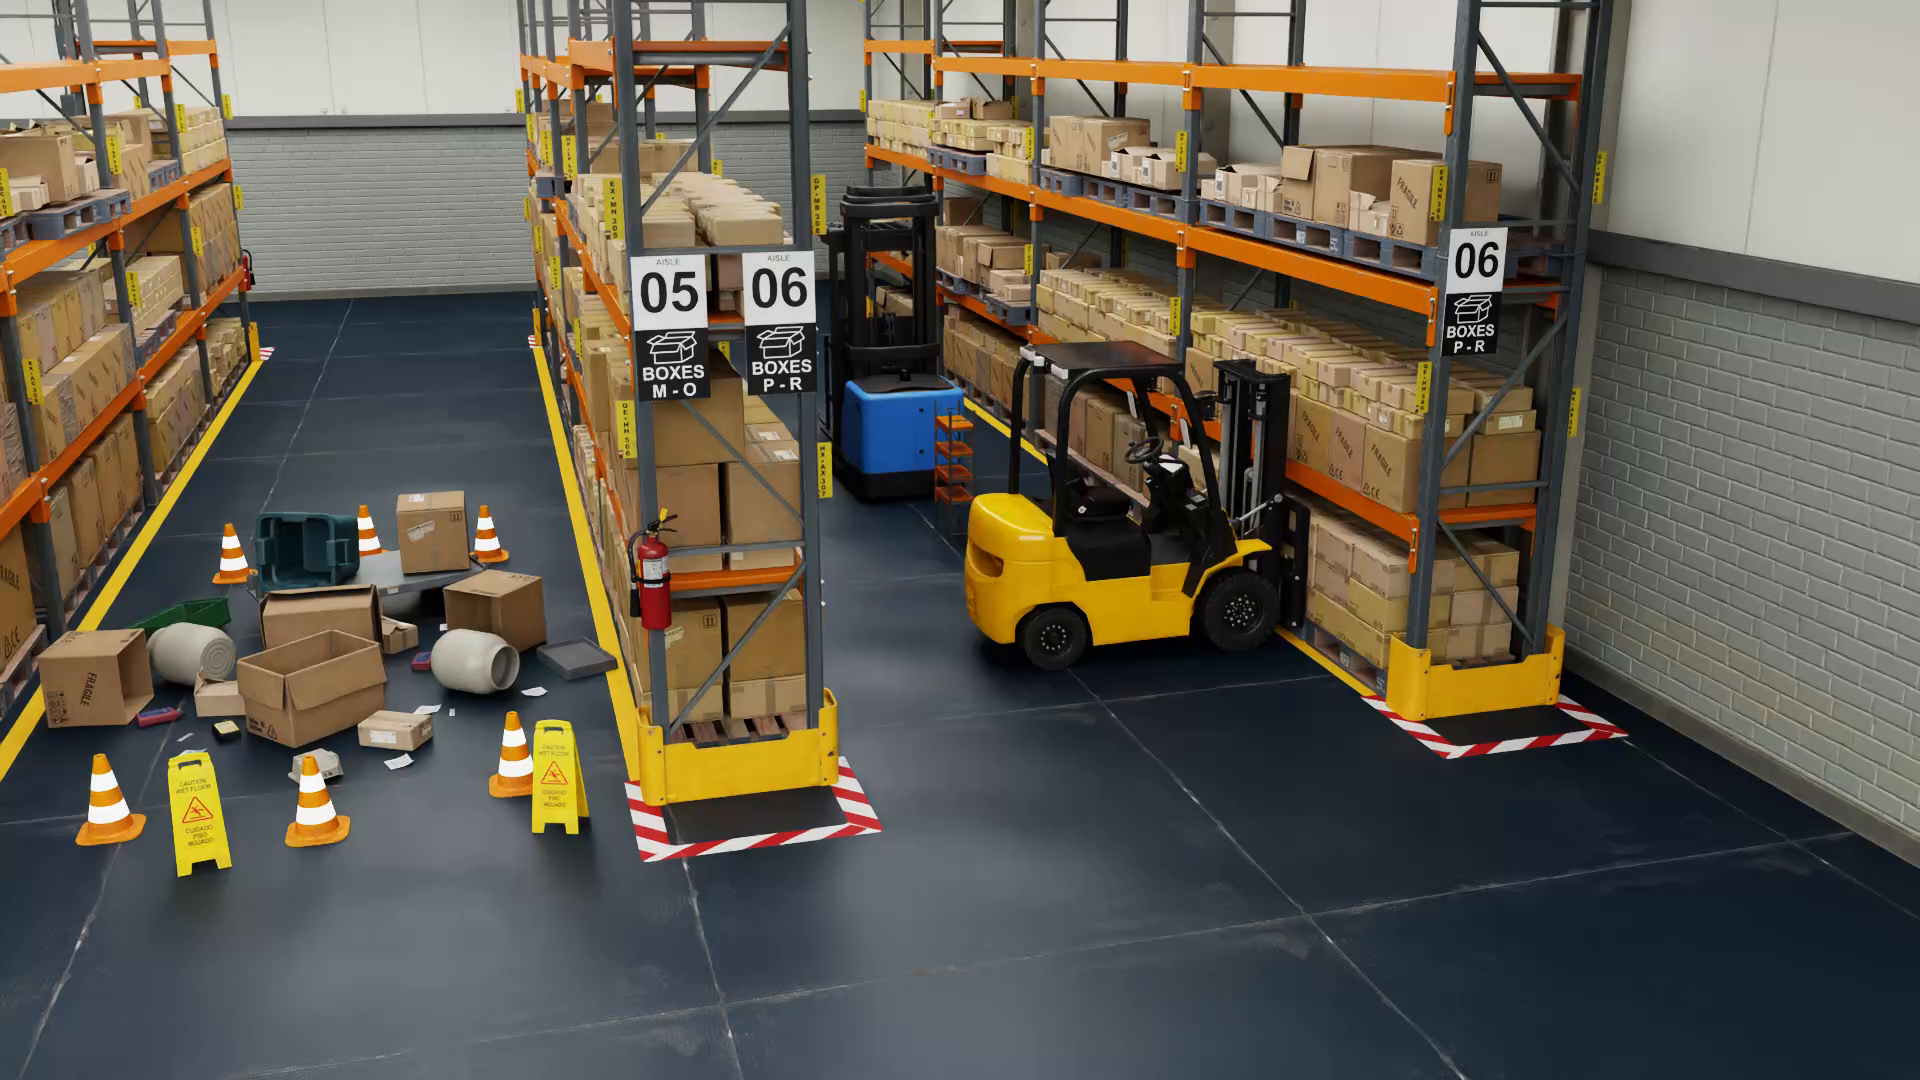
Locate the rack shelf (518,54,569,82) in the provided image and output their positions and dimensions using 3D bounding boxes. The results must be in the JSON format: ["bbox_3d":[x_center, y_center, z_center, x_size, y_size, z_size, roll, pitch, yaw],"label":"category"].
[{"bbox_3d":[-5.156,-6.154,21.742,1.077,0.370,4.000,-5,17,-15],"label":"rack shelf"}]

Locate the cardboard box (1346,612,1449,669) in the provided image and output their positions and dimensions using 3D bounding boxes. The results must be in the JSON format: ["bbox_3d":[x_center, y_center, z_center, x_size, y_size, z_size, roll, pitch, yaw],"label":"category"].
[{"bbox_3d":[3.030,0.673,11.546,0.500,0.250,0.500,-5,17,-15],"label":"cardboard box"}]

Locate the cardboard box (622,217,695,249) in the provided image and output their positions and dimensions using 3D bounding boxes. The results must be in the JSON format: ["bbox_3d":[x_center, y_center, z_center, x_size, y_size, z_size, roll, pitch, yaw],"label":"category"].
[{"bbox_3d":[-1.685,-1.712,9.276,0.380,0.149,0.250,-5,17,-15],"label":"cardboard box"}]

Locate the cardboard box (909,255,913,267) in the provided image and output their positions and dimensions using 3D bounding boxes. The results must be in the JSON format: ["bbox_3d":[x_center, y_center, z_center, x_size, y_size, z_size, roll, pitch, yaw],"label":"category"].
[{"bbox_3d":[-0.495,-3.888,23.119,0.380,0.149,0.250,-5,17,-16],"label":"cardboard box"}]

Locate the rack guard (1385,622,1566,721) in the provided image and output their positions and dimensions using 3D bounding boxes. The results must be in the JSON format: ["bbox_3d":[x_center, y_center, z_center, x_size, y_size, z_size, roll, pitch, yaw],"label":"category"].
[{"bbox_3d":[3.470,0.866,11.199,1.175,0.500,0.348,-5,17,-15],"label":"rack guard"}]

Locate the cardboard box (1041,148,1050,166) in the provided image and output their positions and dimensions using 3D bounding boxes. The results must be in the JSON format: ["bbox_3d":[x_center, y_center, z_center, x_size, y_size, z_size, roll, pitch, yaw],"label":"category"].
[{"bbox_3d":[1.069,-4.004,17.355,0.380,0.166,0.250,-5,17,-15],"label":"cardboard box"}]

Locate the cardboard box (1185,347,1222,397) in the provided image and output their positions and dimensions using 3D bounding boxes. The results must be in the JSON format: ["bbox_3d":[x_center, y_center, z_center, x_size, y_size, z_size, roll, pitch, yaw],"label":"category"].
[{"bbox_3d":[2.235,-1.348,14.053,0.500,0.500,0.500,-5,17,-17],"label":"cardboard box"}]

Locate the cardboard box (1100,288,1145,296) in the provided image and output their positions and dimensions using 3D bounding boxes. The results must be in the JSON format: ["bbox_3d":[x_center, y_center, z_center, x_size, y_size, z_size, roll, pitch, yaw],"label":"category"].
[{"bbox_3d":[1.598,-2.377,16.350,0.380,0.149,0.250,-5,17,-15],"label":"cardboard box"}]

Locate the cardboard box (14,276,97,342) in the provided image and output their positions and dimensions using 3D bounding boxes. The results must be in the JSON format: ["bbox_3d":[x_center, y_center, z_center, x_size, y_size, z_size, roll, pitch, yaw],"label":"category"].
[{"bbox_3d":[-7.984,-2.000,14.483,0.700,0.500,0.500,-5,17,-16],"label":"cardboard box"}]

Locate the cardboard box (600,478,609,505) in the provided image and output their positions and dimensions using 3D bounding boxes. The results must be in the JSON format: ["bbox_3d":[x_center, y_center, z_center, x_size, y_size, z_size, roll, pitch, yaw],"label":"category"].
[{"bbox_3d":[-2.528,-0.381,12.624,0.380,0.149,0.250,-4,17,-14],"label":"cardboard box"}]

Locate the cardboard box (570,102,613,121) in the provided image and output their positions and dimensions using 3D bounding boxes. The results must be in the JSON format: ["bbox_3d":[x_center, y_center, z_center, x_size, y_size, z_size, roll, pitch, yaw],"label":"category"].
[{"bbox_3d":[-4.566,-5.176,20.678,0.500,0.500,0.500,-4,17,-14],"label":"cardboard box"}]

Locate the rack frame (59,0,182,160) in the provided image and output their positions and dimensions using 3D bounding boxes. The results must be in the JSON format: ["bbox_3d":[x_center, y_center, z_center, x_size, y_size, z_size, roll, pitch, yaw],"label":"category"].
[{"bbox_3d":[-9.338,-5.717,18.343,1.000,3.000,0.127,-5,17,-15],"label":"rack frame"}]

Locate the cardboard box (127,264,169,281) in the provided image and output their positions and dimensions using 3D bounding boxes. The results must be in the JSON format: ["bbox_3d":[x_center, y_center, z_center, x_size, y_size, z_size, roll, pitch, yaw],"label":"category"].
[{"bbox_3d":[-8.824,-2.896,18.051,0.380,0.149,0.250,-5,17,-15],"label":"cardboard box"}]

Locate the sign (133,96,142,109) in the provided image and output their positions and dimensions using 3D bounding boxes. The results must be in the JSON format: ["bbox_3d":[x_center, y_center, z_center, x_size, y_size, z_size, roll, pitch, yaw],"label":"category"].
[{"bbox_3d":[-10.959,-5.763,22.189,0.100,0.325,0.005,-5,17,-15],"label":"sign"}]

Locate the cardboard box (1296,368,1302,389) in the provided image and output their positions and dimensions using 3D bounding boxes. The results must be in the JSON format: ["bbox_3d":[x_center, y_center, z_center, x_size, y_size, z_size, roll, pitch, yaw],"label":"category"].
[{"bbox_3d":[2.741,-1.199,12.428,0.380,0.149,0.250,-5,17,-16],"label":"cardboard box"}]

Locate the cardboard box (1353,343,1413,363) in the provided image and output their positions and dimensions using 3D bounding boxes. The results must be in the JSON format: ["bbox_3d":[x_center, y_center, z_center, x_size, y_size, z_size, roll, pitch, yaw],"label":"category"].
[{"bbox_3d":[3.179,-1.378,12.509,0.380,0.149,0.250,-5,17,-15],"label":"cardboard box"}]

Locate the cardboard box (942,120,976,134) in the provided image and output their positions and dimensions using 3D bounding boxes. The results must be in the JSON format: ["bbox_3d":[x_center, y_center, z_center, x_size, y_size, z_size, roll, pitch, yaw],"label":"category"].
[{"bbox_3d":[-0.004,-5.106,20.537,0.380,0.149,0.250,-5,17,-16],"label":"cardboard box"}]

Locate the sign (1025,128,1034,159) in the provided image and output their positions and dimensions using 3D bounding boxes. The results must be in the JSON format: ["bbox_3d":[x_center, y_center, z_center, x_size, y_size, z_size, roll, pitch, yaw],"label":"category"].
[{"bbox_3d":[0.742,-4.192,17.582,0.100,0.325,0.005,-5,17,-15],"label":"sign"}]

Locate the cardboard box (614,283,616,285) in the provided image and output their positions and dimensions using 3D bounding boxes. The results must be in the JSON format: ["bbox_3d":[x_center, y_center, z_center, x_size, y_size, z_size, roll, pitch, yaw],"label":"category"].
[{"bbox_3d":[-2.000,-1.693,10.598,0.380,0.149,0.250,-5,17,-17],"label":"cardboard box"}]

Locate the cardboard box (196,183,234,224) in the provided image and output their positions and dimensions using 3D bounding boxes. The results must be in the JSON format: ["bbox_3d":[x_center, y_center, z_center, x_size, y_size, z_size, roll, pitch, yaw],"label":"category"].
[{"bbox_3d":[-10.072,-4.513,22.333,0.500,0.500,0.500,-5,17,-16],"label":"cardboard box"}]

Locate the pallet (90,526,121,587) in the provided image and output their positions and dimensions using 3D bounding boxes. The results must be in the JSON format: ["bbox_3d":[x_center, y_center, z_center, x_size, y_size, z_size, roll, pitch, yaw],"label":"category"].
[{"bbox_3d":[-7.763,0.159,14.057,1.003,0.211,1.213,-5,17,-15],"label":"pallet"}]

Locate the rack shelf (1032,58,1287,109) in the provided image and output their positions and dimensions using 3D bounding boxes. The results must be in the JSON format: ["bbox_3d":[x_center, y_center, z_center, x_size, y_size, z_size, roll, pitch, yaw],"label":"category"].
[{"bbox_3d":[1.814,-4.334,15.685,1.077,0.370,4.000,-5,17,-15],"label":"rack shelf"}]

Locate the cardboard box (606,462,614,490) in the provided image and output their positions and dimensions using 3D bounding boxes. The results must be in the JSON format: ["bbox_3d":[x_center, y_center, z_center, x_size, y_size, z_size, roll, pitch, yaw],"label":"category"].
[{"bbox_3d":[-2.287,-0.463,11.716,0.380,0.149,0.250,-5,17,-15],"label":"cardboard box"}]

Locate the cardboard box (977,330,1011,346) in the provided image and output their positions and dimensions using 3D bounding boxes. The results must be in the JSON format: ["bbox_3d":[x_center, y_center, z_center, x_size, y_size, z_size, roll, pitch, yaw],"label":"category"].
[{"bbox_3d":[0.427,-2.495,20.532,0.380,0.149,0.250,-4,17,-13],"label":"cardboard box"}]

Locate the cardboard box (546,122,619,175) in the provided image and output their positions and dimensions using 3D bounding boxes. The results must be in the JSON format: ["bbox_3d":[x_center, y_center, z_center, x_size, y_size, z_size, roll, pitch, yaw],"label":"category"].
[{"bbox_3d":[-3.756,-3.936,16.719,0.797,0.503,0.637,-6,18,-19],"label":"cardboard box"}]

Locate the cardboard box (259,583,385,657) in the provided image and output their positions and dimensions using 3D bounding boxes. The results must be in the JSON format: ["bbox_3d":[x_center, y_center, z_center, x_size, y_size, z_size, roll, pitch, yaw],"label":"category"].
[{"bbox_3d":[-4.490,0.643,11.702,0.797,0.637,0.503,-5,17,-15],"label":"cardboard box"}]

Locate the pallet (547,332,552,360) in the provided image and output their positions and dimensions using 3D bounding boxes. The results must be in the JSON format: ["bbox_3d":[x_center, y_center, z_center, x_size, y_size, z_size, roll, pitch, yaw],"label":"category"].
[{"bbox_3d":[-5.410,-2.819,23.971,1.003,0.211,1.213,-5,17,-15],"label":"pallet"}]

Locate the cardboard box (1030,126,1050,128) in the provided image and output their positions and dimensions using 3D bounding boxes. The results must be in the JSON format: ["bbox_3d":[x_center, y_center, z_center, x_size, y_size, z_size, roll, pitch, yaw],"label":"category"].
[{"bbox_3d":[1.023,-4.718,19.281,0.380,0.149,0.250,-5,17,-16],"label":"cardboard box"}]

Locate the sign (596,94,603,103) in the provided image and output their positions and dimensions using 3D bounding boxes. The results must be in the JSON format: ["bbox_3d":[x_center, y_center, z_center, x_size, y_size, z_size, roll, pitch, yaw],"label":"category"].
[{"bbox_3d":[-5.180,-6.232,23.868,0.100,0.325,0.005,-5,17,-15],"label":"sign"}]

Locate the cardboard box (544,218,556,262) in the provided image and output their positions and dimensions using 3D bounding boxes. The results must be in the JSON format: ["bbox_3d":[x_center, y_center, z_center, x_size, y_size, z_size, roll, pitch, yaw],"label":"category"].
[{"bbox_3d":[-4.595,-3.507,19.502,0.500,0.500,0.500,-5,17,-16],"label":"cardboard box"}]

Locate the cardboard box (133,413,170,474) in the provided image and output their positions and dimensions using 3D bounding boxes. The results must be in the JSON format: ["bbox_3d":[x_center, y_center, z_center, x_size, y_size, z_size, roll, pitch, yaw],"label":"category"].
[{"bbox_3d":[-8.188,-0.957,16.540,0.500,0.500,0.500,-5,18,-18],"label":"cardboard box"}]

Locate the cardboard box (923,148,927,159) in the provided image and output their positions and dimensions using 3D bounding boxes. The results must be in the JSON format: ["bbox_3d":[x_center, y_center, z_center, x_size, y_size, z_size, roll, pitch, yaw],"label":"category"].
[{"bbox_3d":[-0.282,-5.117,21.996,0.380,0.149,0.250,-5,17,-15],"label":"cardboard box"}]

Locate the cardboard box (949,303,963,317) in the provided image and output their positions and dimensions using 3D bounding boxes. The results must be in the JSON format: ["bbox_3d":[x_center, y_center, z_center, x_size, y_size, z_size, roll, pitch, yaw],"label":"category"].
[{"bbox_3d":[0.066,-2.998,21.691,0.380,0.149,0.250,-5,17,-16],"label":"cardboard box"}]

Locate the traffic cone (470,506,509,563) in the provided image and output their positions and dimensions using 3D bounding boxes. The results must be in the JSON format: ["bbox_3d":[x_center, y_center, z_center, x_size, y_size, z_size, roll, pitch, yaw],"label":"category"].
[{"bbox_3d":[-4.094,-0.068,14.374,0.336,0.463,0.334,-5,17,-15],"label":"traffic cone"}]

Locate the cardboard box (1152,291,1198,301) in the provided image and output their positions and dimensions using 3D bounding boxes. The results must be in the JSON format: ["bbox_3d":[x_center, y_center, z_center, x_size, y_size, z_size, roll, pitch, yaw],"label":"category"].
[{"bbox_3d":[2.099,-2.342,16.234,0.380,0.149,0.250,-5,17,-15],"label":"cardboard box"}]

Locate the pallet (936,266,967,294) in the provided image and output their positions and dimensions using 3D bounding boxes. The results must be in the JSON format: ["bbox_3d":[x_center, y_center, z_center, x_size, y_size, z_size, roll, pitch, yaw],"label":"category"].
[{"bbox_3d":[0.280,-3.335,21.175,1.003,0.211,1.213,-5,17,-15],"label":"pallet"}]

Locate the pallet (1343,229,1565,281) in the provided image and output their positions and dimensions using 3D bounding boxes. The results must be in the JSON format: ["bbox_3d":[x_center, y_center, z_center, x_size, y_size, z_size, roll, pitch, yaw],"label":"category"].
[{"bbox_3d":[3.294,-1.929,11.101,1.003,0.211,1.213,-5,17,-15],"label":"pallet"}]

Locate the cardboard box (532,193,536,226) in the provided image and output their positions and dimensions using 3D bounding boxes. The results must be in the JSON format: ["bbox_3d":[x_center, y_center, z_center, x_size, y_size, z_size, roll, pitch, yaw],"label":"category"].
[{"bbox_3d":[-5.550,-4.457,22.664,0.500,0.500,0.500,-5,17,-16],"label":"cardboard box"}]

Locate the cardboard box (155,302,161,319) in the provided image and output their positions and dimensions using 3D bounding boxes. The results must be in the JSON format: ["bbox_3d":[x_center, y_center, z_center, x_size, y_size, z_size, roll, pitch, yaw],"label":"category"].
[{"bbox_3d":[-8.604,-2.397,17.424,0.380,0.149,0.250,-5,18,-17],"label":"cardboard box"}]

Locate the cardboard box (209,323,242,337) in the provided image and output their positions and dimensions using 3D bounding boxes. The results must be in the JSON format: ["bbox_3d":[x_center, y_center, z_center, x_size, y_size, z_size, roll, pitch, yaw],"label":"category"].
[{"bbox_3d":[-9.841,-2.809,22.281,0.380,0.149,0.250,-5,17,-16],"label":"cardboard box"}]

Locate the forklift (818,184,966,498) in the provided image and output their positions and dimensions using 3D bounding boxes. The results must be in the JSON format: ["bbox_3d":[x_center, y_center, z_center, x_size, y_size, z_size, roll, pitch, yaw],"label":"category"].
[{"bbox_3d":[-0.844,-2.194,17.160,1.130,2.935,3.031,-5,17,-15],"label":"forklift"}]

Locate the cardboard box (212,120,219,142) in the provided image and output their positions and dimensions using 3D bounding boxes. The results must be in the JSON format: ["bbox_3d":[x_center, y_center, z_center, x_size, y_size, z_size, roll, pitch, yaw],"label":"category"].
[{"bbox_3d":[-9.924,-5.306,21.580,0.500,0.250,0.500,-5,17,-17],"label":"cardboard box"}]

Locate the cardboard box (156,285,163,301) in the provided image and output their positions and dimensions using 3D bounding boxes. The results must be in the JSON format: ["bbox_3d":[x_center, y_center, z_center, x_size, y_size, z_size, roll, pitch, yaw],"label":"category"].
[{"bbox_3d":[-8.673,-2.609,17.612,0.380,0.149,0.250,-5,17,-15],"label":"cardboard box"}]

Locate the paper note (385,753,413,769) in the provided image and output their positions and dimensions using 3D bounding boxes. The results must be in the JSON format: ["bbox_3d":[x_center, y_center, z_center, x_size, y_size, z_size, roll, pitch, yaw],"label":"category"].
[{"bbox_3d":[-3.482,1.374,10.326,0.148,0.019,0.142,-12,20,-34],"label":"paper note"}]

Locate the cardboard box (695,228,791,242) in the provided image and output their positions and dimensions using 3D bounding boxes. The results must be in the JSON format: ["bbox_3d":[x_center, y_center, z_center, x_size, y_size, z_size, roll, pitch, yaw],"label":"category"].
[{"bbox_3d":[-1.319,-1.752,10.099,0.500,0.250,0.500,-5,17,-16],"label":"cardboard box"}]

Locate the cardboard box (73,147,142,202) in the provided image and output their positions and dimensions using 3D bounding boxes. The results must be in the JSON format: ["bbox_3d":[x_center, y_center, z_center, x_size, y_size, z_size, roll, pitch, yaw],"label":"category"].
[{"bbox_3d":[-8.284,-3.539,16.131,0.500,0.500,0.500,-5,17,-15],"label":"cardboard box"}]

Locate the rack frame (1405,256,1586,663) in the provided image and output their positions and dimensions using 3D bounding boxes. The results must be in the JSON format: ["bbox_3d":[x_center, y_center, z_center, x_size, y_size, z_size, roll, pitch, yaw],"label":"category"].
[{"bbox_3d":[3.463,-0.338,10.862,1.000,3.000,0.127,-5,17,-15],"label":"rack frame"}]

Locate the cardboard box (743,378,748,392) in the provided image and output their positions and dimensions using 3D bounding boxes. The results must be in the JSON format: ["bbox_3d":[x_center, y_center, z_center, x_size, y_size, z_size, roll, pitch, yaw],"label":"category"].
[{"bbox_3d":[-1.751,-0.853,11.886,0.500,0.500,0.500,-4,17,-14],"label":"cardboard box"}]

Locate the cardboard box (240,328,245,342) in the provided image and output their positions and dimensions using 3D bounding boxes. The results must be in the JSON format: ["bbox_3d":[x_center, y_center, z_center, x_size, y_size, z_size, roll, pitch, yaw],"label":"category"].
[{"bbox_3d":[-10.018,-2.805,22.786,0.380,0.149,0.250,-5,17,-17],"label":"cardboard box"}]

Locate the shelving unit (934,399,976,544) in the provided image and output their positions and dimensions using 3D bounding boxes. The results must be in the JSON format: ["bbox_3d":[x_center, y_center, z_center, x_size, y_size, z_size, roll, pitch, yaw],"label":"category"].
[{"bbox_3d":[-0.046,-0.620,14.932,0.258,1.200,0.503,-5,17,-15],"label":"shelving unit"}]

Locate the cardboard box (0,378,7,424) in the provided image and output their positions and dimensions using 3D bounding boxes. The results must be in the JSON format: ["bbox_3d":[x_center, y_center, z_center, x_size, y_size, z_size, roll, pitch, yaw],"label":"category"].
[{"bbox_3d":[-6.808,-0.973,10.838,0.875,0.550,0.550,-5,17,-15],"label":"cardboard box"}]

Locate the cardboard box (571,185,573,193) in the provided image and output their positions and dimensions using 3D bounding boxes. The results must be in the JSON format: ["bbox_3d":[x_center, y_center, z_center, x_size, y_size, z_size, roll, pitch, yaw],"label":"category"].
[{"bbox_3d":[-3.584,-3.373,16.188,0.380,0.149,0.250,-5,17,-15],"label":"cardboard box"}]

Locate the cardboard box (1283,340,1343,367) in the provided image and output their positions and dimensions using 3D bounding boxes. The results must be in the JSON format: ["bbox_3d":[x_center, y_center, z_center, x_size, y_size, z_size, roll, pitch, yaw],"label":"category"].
[{"bbox_3d":[2.682,-1.416,12.633,0.380,0.149,0.250,-5,17,-15],"label":"cardboard box"}]

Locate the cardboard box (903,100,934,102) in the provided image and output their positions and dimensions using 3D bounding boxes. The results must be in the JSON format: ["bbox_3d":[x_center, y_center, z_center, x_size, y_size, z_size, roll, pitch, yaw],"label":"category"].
[{"bbox_3d":[-0.543,-6.409,24.735,0.500,0.250,0.500,-5,17,-17],"label":"cardboard box"}]

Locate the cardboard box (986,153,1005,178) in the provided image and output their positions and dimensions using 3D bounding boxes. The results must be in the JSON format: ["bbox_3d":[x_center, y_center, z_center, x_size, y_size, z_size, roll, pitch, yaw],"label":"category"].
[{"bbox_3d":[0.614,-4.315,19.151,0.500,0.250,0.500,-5,17,-15],"label":"cardboard box"}]

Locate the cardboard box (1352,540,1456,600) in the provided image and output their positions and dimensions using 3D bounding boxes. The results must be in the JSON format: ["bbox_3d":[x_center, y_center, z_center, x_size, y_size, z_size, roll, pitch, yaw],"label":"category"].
[{"bbox_3d":[3.037,0.197,11.395,0.500,0.250,0.500,-4,17,-13],"label":"cardboard box"}]
